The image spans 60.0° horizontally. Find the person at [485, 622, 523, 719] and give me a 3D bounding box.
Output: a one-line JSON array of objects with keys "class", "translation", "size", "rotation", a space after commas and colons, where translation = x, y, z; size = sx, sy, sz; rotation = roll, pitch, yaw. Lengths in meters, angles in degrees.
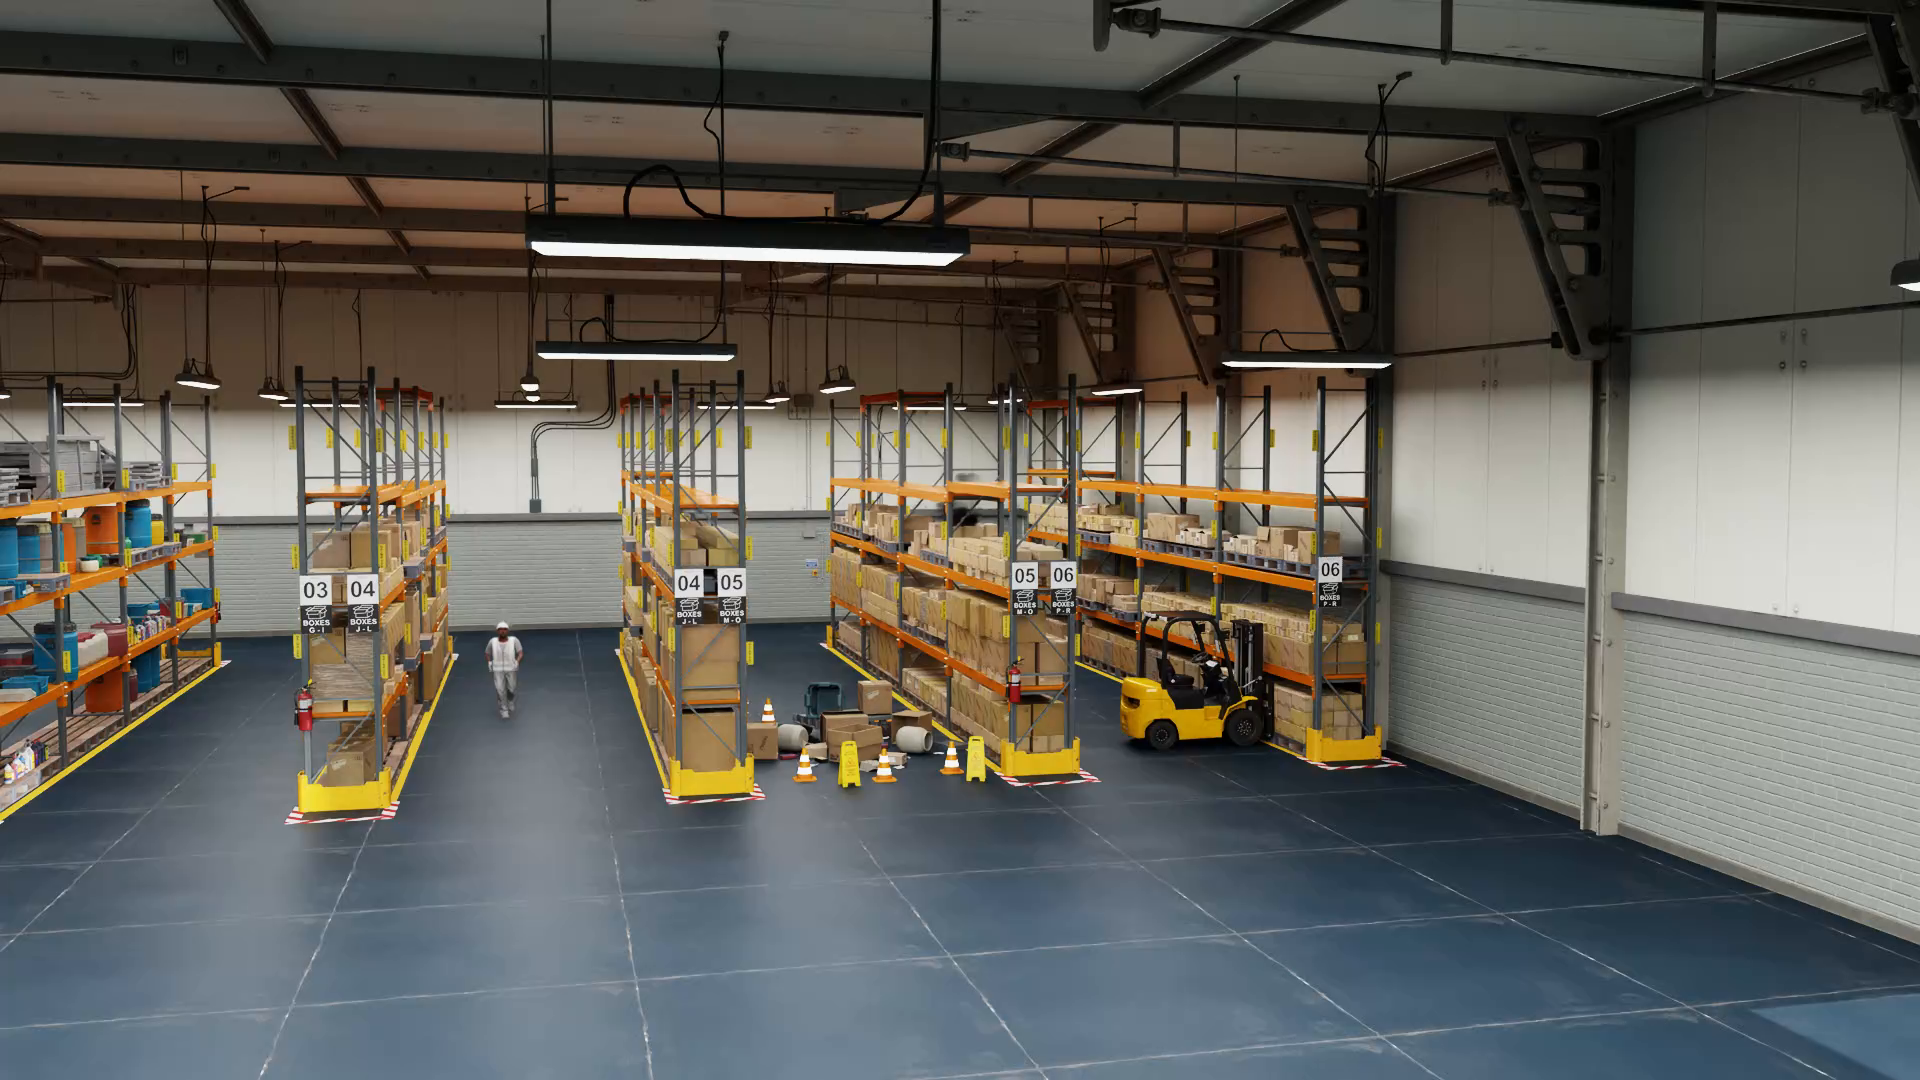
[{"class": "person", "translation": [-8.219, 2.344, 29.965], "size": [0.665, 1.736, 0.590], "rotation": [-1, 4, -14]}]
